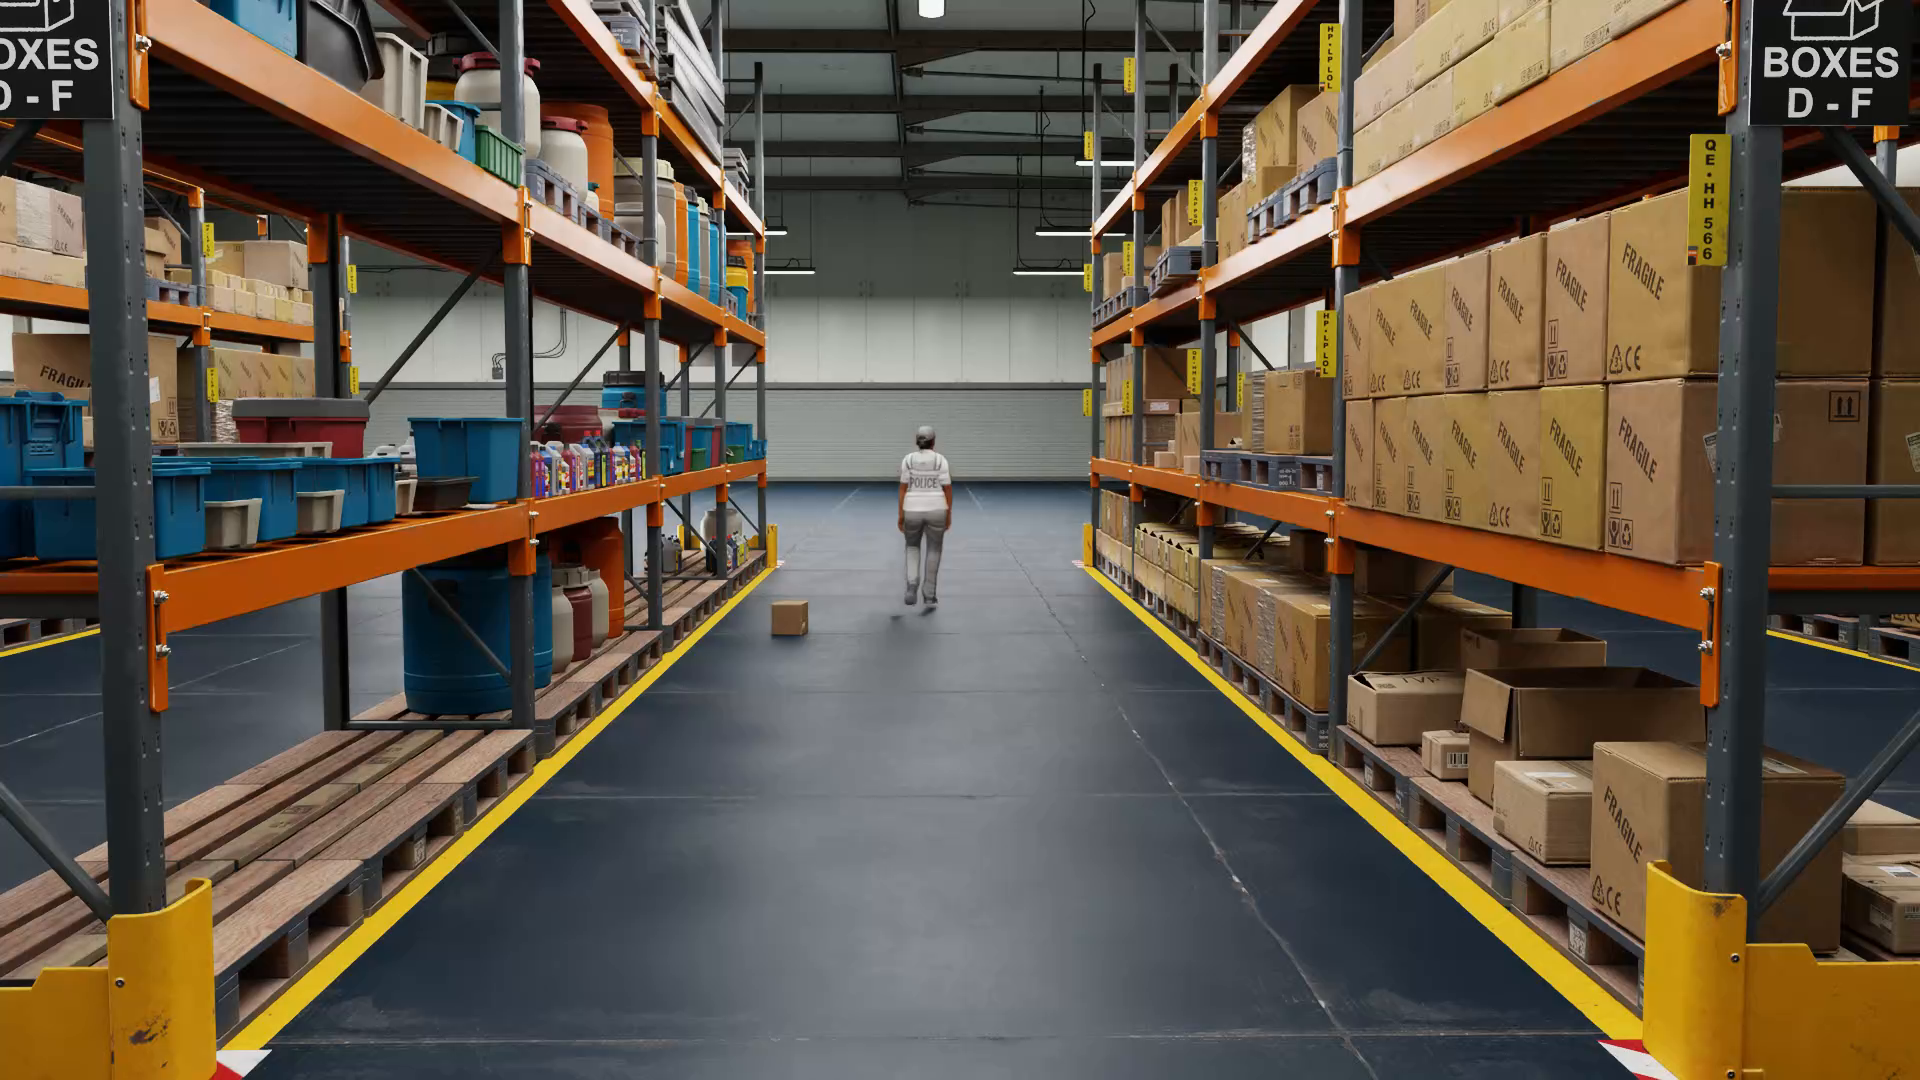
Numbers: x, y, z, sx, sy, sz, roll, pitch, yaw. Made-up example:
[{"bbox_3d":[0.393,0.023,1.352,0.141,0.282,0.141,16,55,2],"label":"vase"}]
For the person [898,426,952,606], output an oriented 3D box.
[{"bbox_3d":[-0.314,-0.221,15.554,0.507,1.688,0.463,1,4,10],"label":"person"}]
